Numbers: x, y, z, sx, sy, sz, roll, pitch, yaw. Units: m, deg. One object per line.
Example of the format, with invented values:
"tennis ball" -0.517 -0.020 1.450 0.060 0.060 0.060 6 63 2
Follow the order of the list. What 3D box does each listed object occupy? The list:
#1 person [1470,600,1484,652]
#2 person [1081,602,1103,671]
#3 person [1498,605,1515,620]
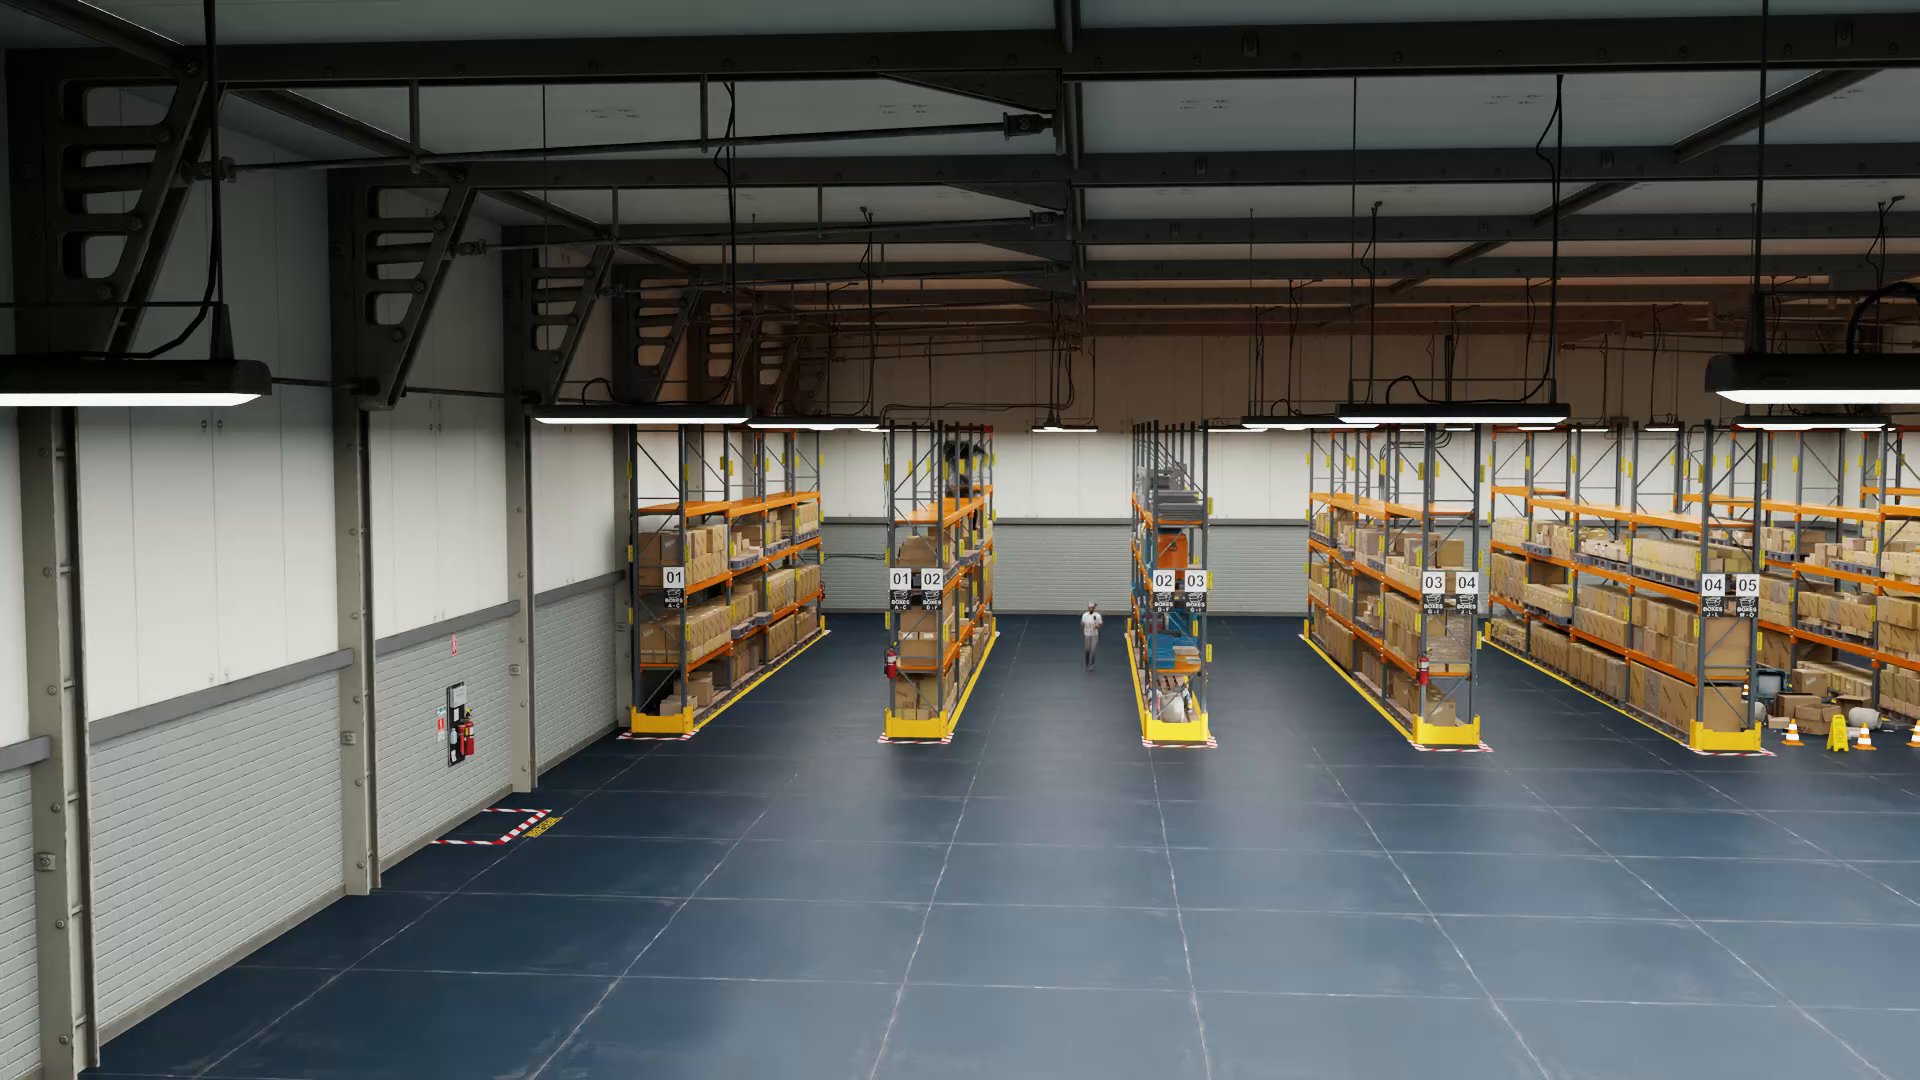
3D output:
"person" 13.400 2.127 43.537 0.591 1.730 0.846 1 4 9
"person" 3.194 2.346 40.305 0.549 1.707 0.667 1 4 9
"person" 15.611 1.894 47.398 0.848 1.684 0.633 2 4 27
